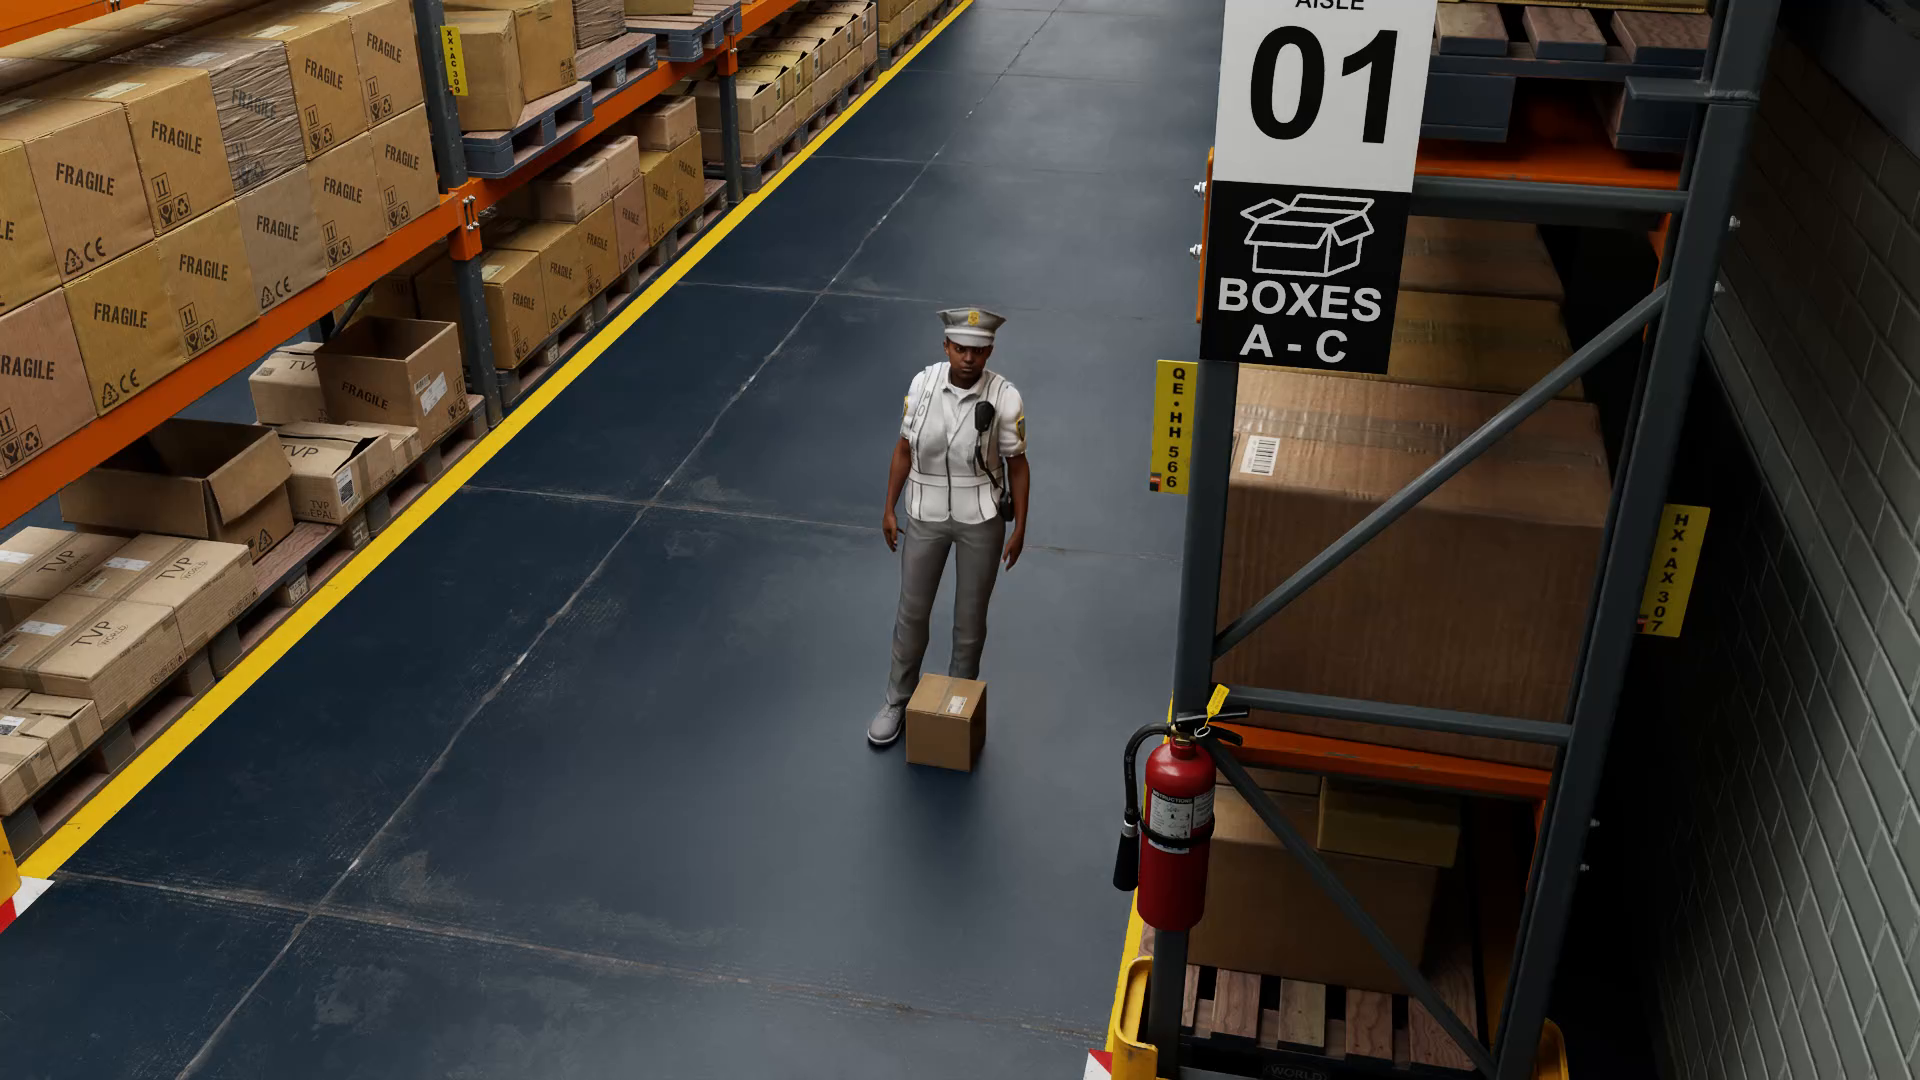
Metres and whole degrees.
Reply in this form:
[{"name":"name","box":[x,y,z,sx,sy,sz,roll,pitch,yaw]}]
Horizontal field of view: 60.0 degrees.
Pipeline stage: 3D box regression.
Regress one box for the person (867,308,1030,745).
[{"name":"person","box":[-0.041,-0.047,6.156,0.570,1.696,0.529,6,29,10]}]
